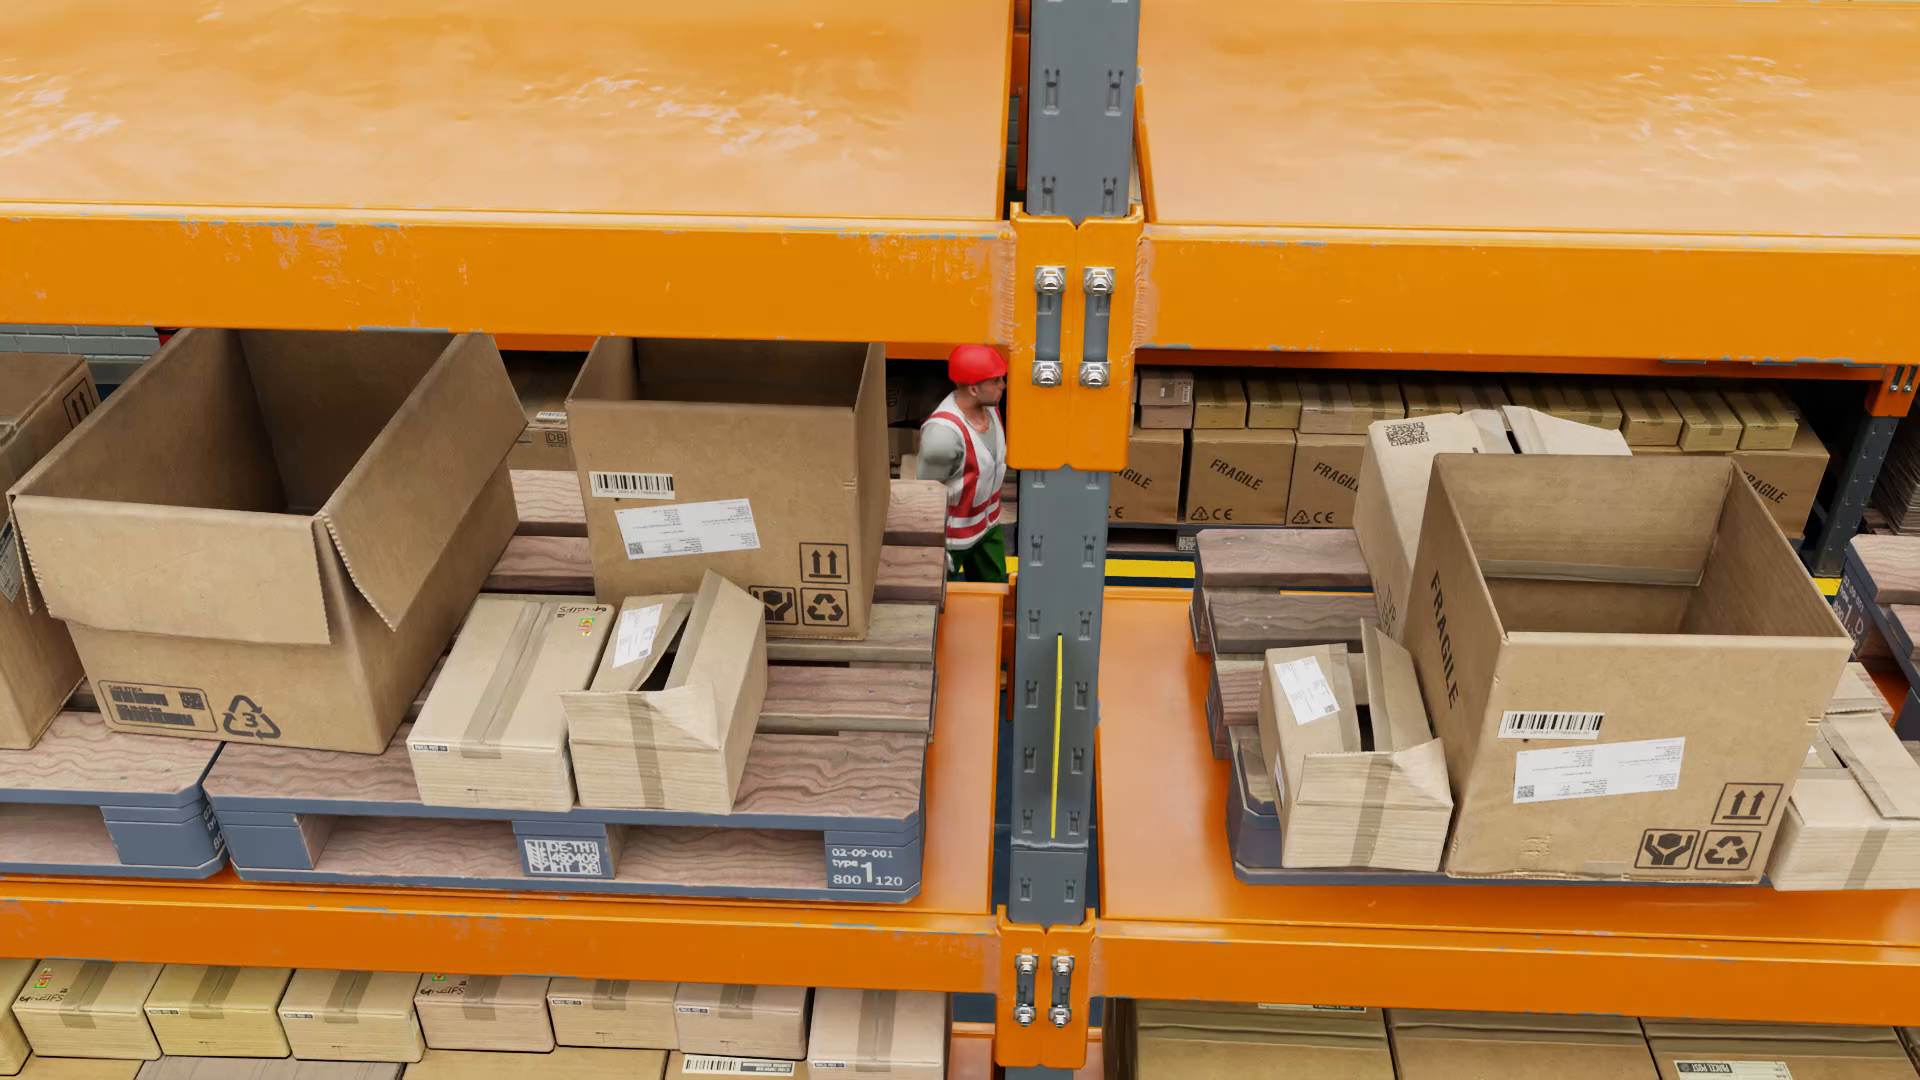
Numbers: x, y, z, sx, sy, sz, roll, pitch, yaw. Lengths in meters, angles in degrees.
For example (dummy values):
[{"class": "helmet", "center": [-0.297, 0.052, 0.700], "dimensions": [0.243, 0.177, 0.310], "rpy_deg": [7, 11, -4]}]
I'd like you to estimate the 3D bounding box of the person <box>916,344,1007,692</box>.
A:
[{"class": "person", "center": [-0.041, -0.072, 7.202], "dimensions": [0.574, 1.779, 0.569], "rpy_deg": [21, 40, 27]}]
